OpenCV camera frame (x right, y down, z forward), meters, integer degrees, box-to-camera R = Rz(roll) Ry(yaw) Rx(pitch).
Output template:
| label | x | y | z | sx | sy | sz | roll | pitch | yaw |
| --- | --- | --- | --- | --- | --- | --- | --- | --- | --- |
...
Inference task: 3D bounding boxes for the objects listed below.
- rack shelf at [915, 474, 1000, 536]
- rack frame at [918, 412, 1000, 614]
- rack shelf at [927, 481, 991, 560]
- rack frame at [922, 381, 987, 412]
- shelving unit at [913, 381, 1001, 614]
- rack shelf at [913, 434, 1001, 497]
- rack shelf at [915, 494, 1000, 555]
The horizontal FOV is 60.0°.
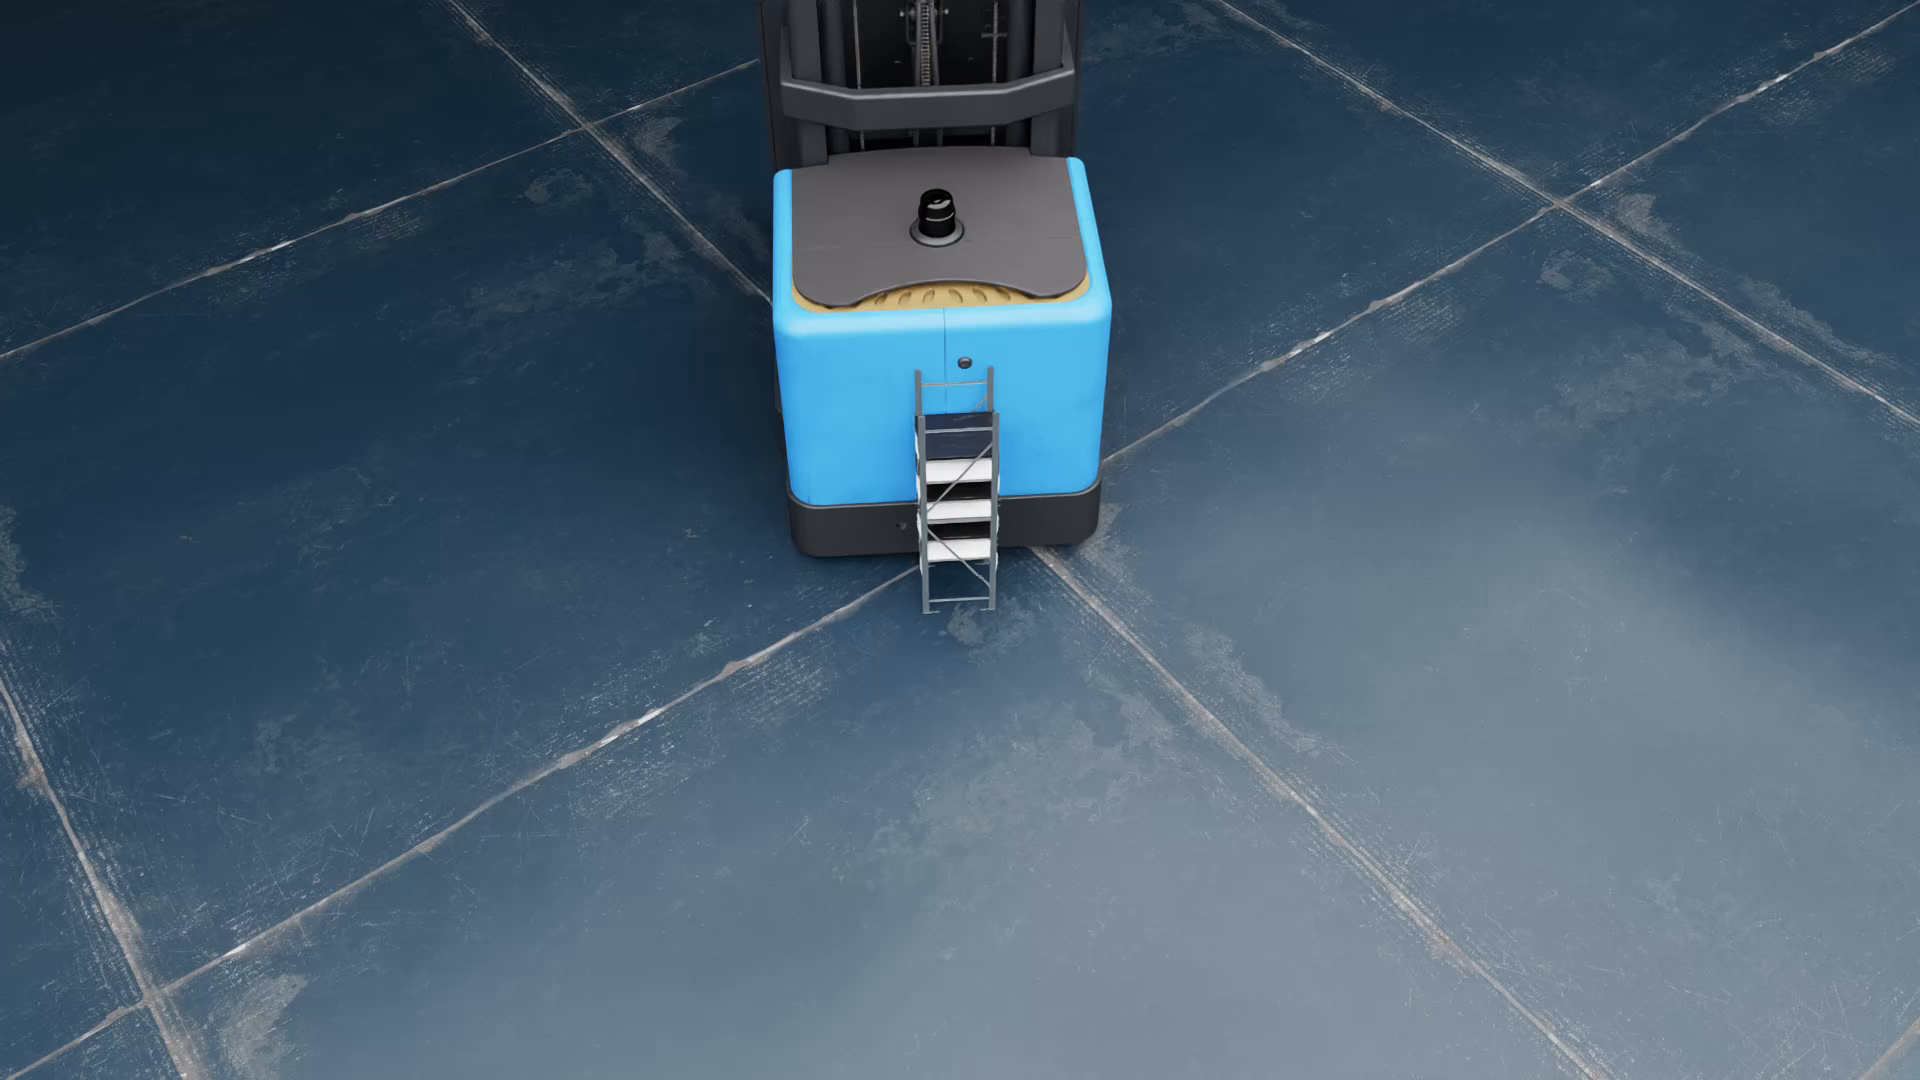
| label | x | y | z | sx | sy | sz | roll | pitch | yaw |
| --- | --- | --- | --- | --- | --- | --- | --- | --- | --- |
| rack shelf | -0.010 | -0.117 | 5.294 | 0.258 | 0.077 | 0.200 | -3 | 48 | -3 |
| rack frame | -0.003 | -0.065 | 5.201 | 0.240 | 0.900 | 0.006 | -3 | 48 | -3 |
| rack shelf | -0.010 | -0.106 | 5.307 | 0.221 | 0.281 | 0.190 | -3 | 48 | -3 |
| rack frame | -0.018 | -0.215 | 5.337 | 0.228 | 0.785 | 0.003 | -3 | 48 | -3 |
| shelving unit | -0.010 | -0.139 | 5.269 | 0.258 | 0.900 | 0.208 | -3 | 48 | -3 |
| rack shelf | -0.010 | -0.238 | 5.161 | 0.258 | 0.077 | 0.200 | -3 | 48 | -3 |
| rack shelf | -0.010 | -0.057 | 5.361 | 0.258 | 0.077 | 0.200 | -3 | 48 | -3 |
